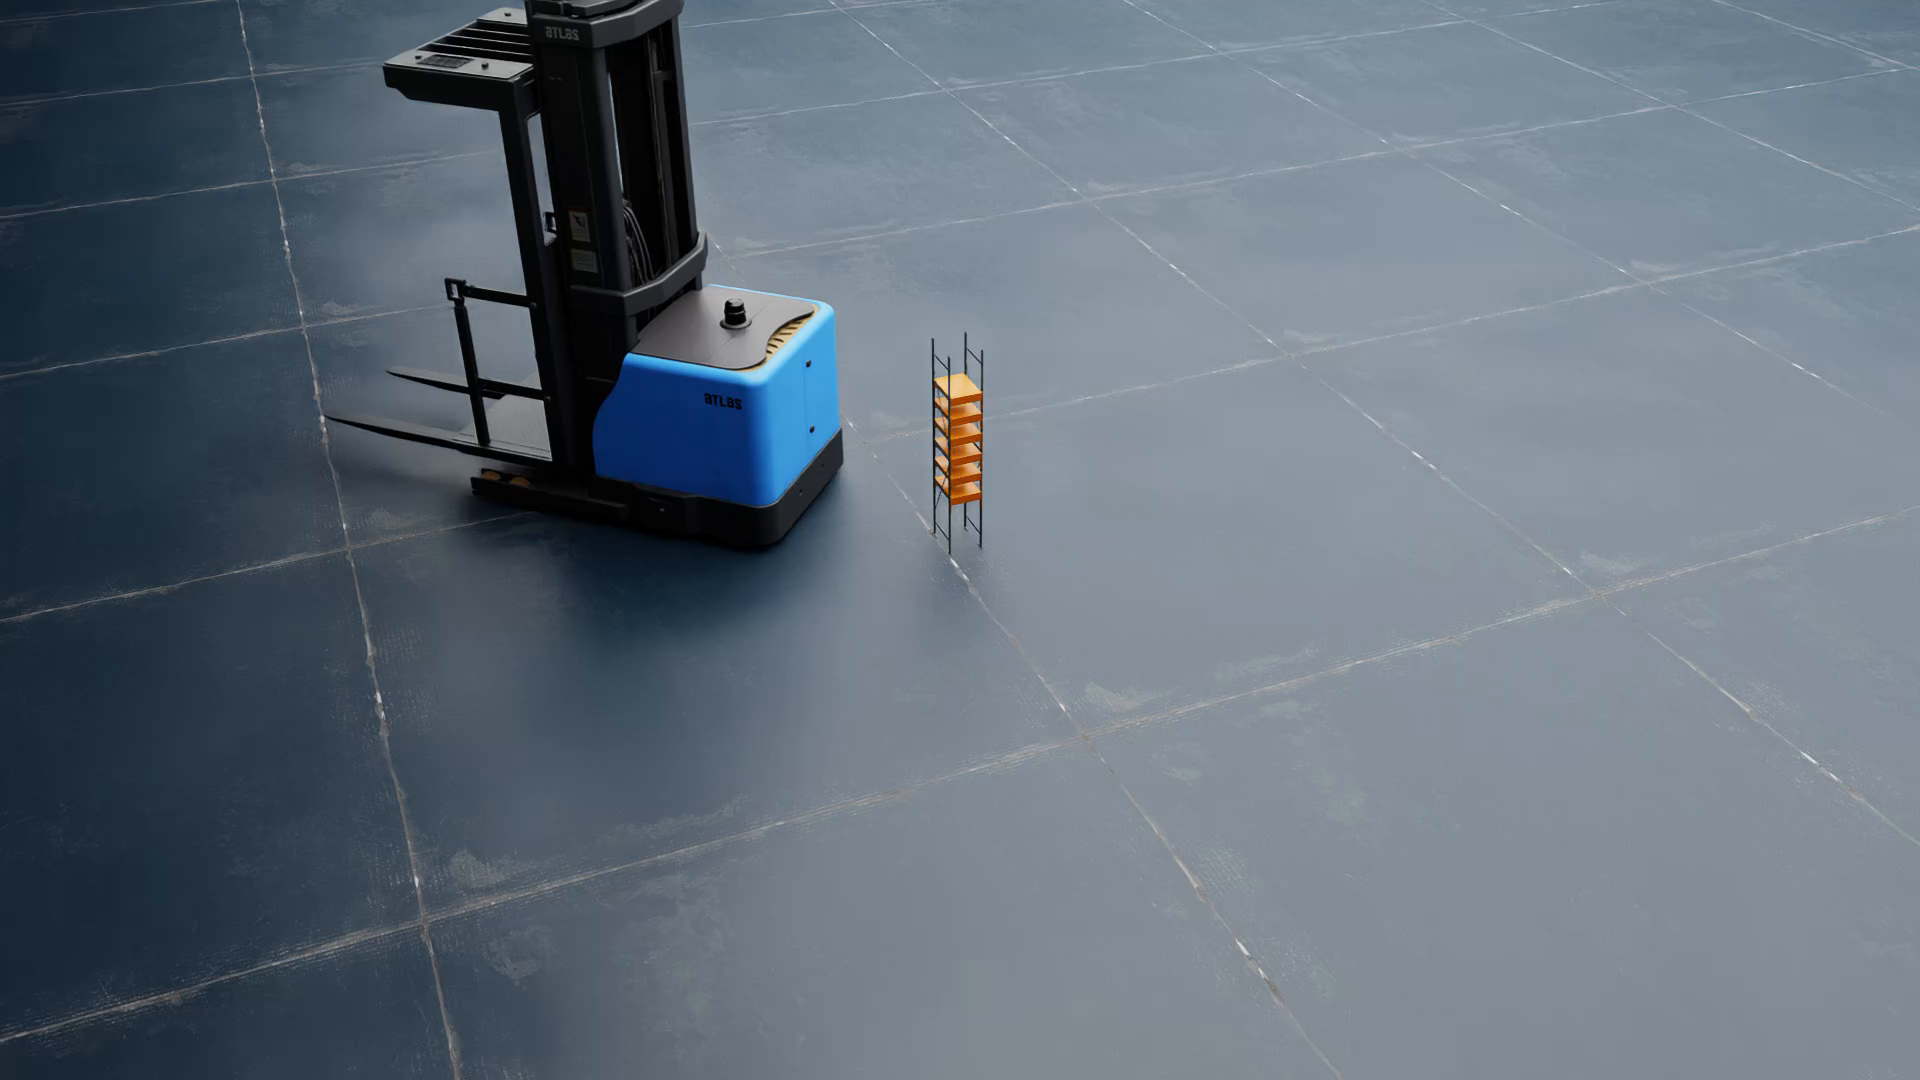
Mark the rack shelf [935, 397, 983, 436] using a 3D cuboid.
[{"bbox_3d":[-0.013,-0.664,8.729,0.180,0.103,0.258,-13,35,-19],"label":"rack shelf"}]

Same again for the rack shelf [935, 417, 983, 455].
[{"bbox_3d":[-0.013,-0.563,8.795,0.180,0.103,0.258,-13,35,-19],"label":"rack shelf"}]

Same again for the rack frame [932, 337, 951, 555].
[{"bbox_3d":[-0.098,-0.481,8.806,0.006,1.200,0.240,-13,35,-19],"label":"rack frame"}]

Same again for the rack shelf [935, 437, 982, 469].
[{"bbox_3d":[-0.013,-0.463,8.860,0.180,0.103,0.258,-13,35,-19],"label":"rack shelf"}]

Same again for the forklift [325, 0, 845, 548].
[{"bbox_3d":[-2.246,-1.673,9.051,3.031,2.935,1.130,11,35,17],"label":"forklift"}]

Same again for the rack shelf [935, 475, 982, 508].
[{"bbox_3d":[-0.013,-0.261,8.991,0.180,0.103,0.258,-13,35,-19],"label":"rack shelf"}]

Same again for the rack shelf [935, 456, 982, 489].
[{"bbox_3d":[-0.013,-0.362,8.926,0.180,0.103,0.258,-13,35,-19],"label":"rack shelf"}]

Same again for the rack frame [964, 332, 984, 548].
[{"bbox_3d":[0.071,-0.519,8.866,0.006,1.200,0.240,-13,35,-19],"label":"rack frame"}]

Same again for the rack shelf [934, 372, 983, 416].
[{"bbox_3d":[-0.013,-0.764,8.664,0.180,0.103,0.258,-13,35,-19],"label":"rack shelf"}]

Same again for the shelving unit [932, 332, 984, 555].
[{"bbox_3d":[-0.013,-0.500,8.836,0.189,1.200,0.258,-13,35,-19],"label":"shelving unit"}]
